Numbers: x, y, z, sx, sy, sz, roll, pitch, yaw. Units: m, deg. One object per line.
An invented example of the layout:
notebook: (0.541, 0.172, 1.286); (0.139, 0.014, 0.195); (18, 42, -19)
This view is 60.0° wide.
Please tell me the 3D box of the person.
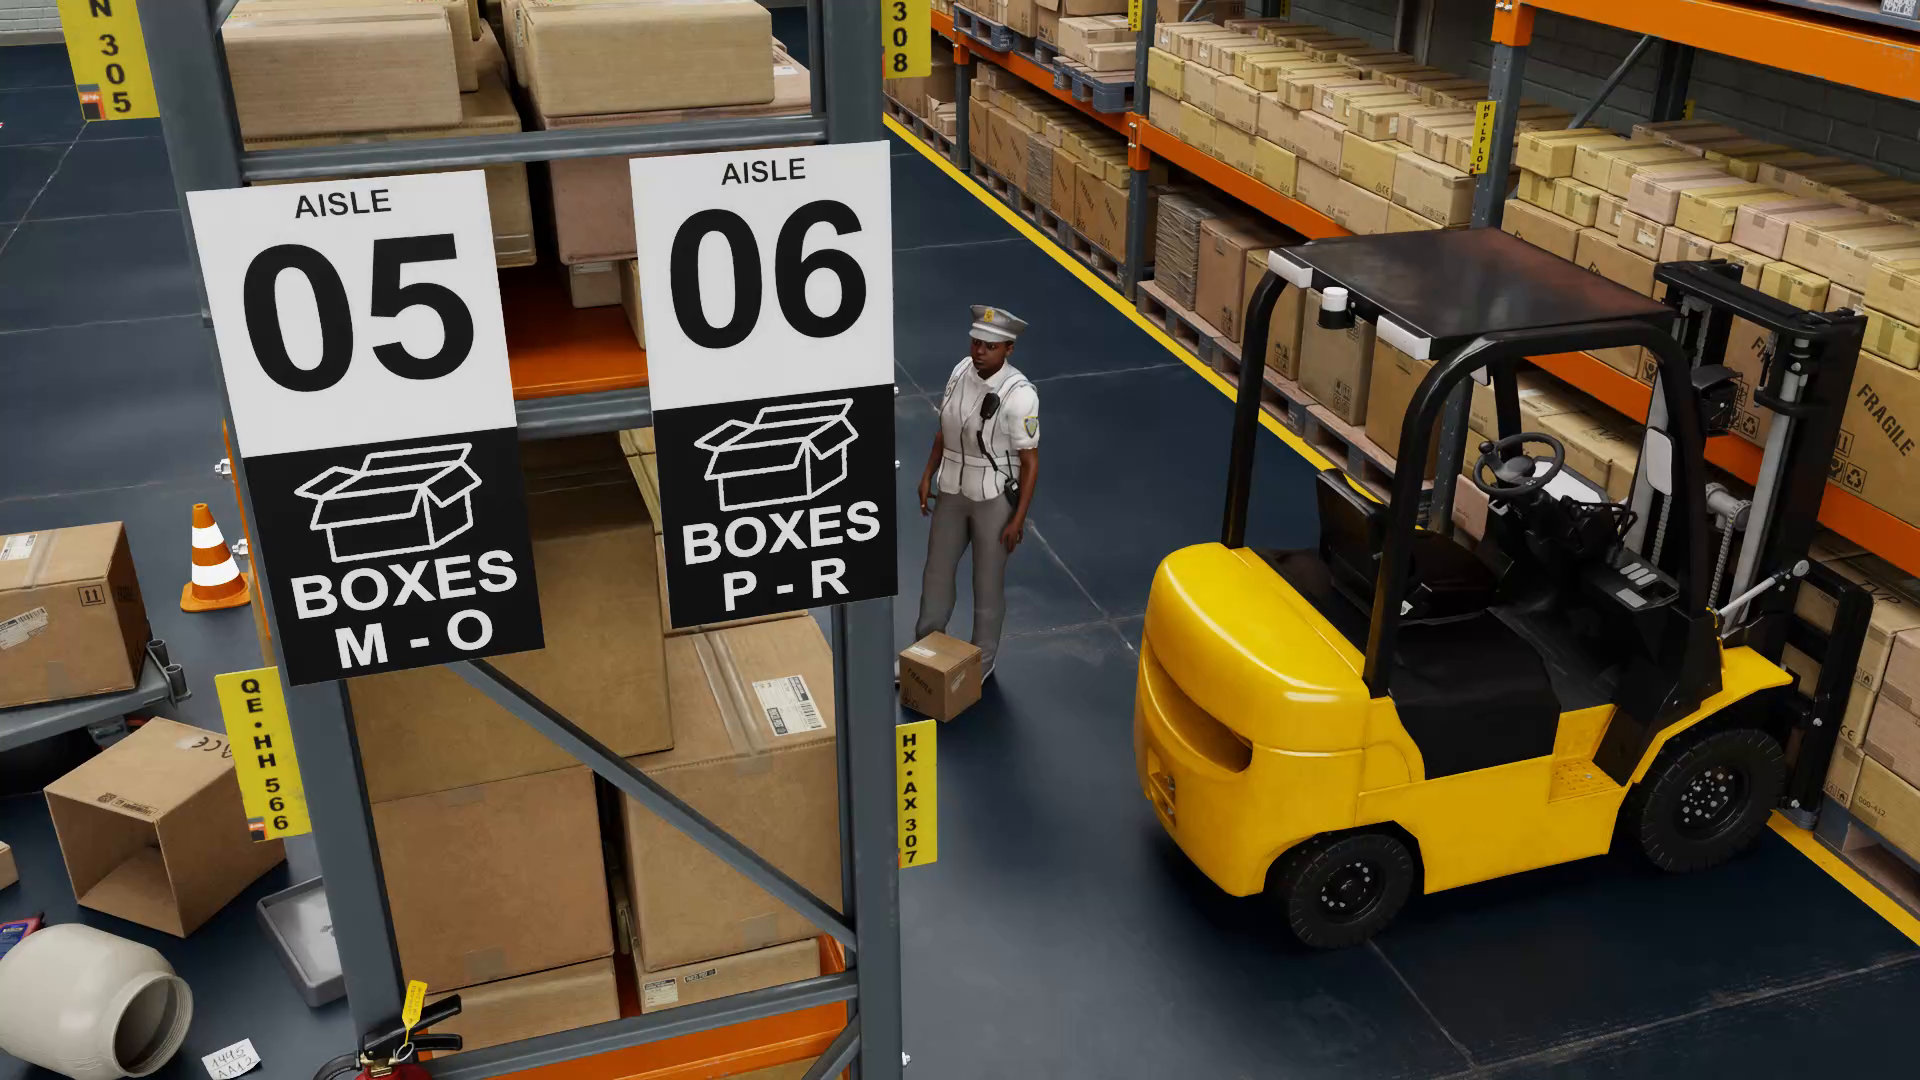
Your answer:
person: (0.023, -0.156, 6.870); (0.569, 1.695, 0.530); (20, 33, 35)
